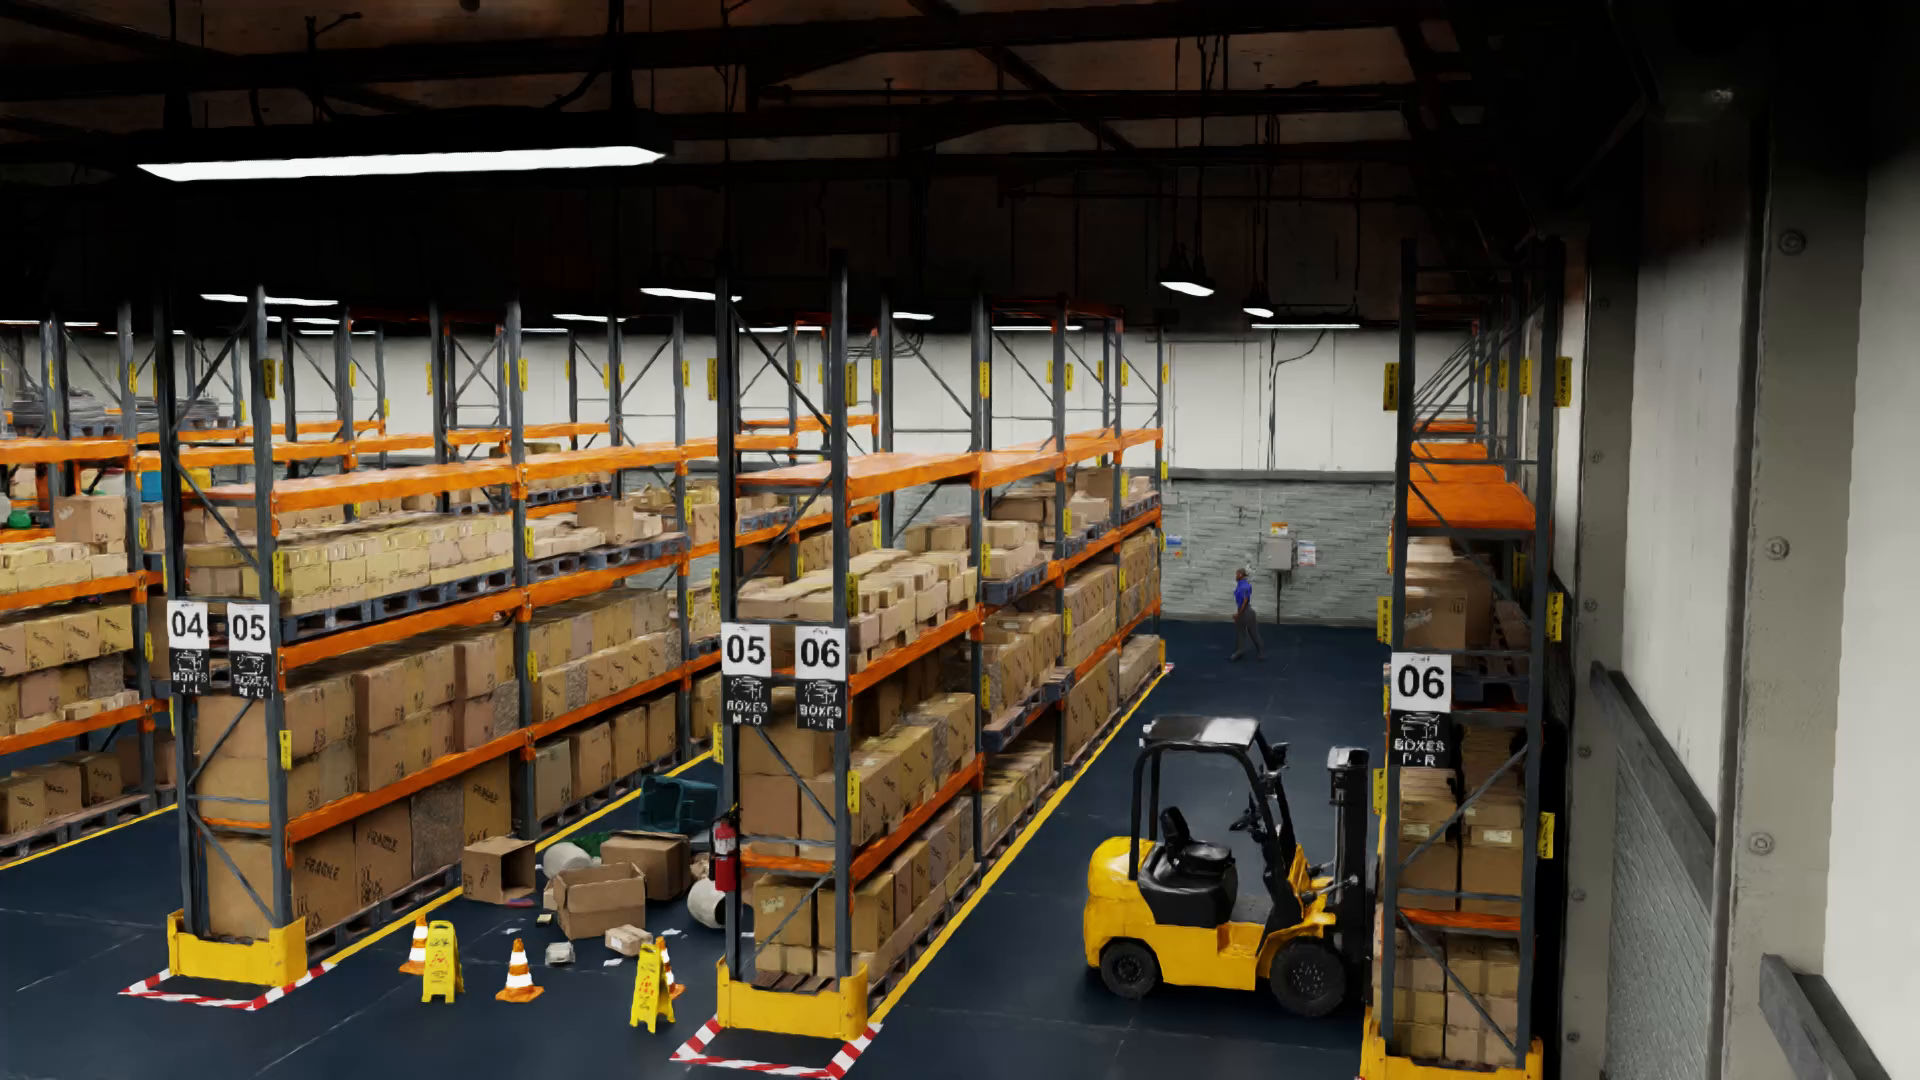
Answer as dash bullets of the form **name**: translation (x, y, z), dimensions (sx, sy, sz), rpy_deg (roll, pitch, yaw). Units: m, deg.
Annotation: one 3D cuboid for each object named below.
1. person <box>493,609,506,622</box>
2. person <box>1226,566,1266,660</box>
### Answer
- **person**: translation (-6.698, 1.786, 24.440), dimensions (0.580, 1.619, 0.507), rpy_deg (1, 6, 13)
- **person**: translation (5.016, 1.281, 29.037), dimensions (0.685, 1.643, 0.489), rpy_deg (-1, 6, -11)
